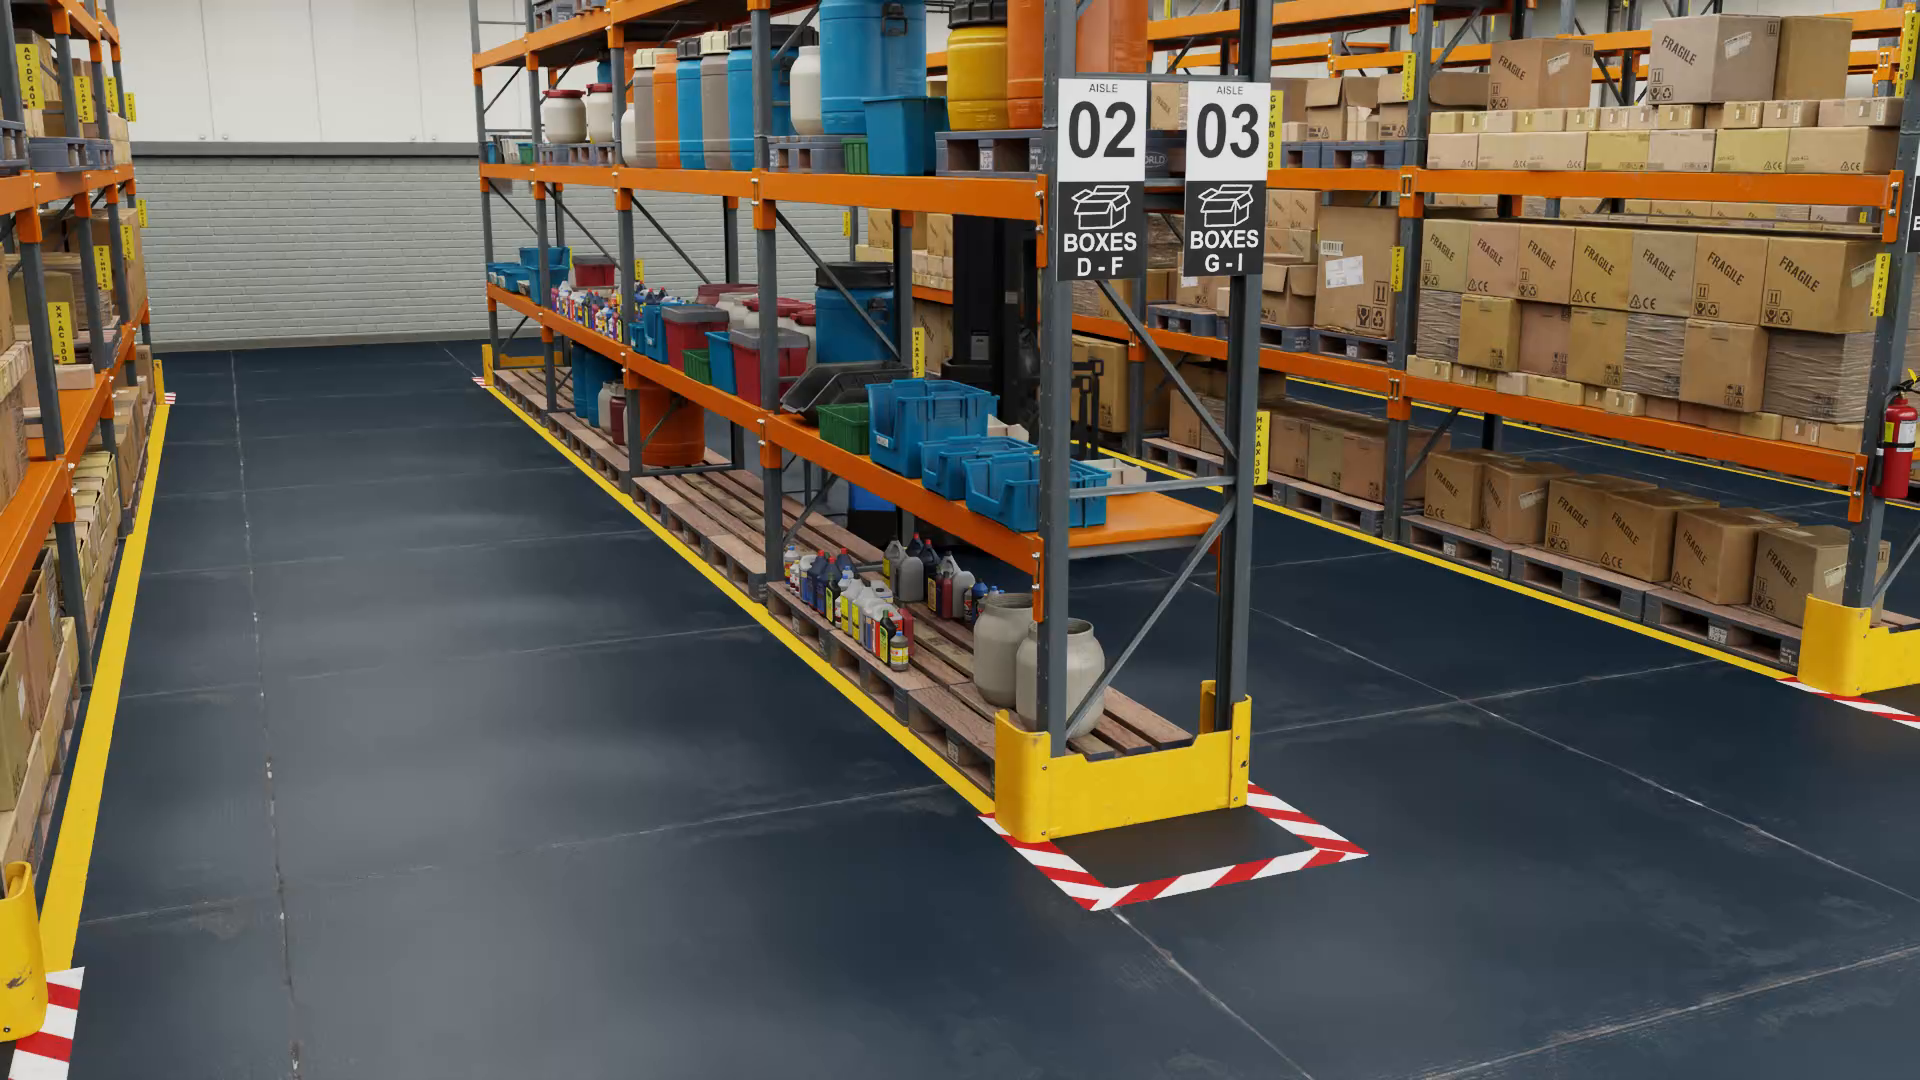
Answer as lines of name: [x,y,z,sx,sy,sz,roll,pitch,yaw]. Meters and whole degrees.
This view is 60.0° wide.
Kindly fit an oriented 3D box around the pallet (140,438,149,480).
pallet: [-8.174,-0.730,15.555,1.003,0.211,1.213,-6,14,-23]

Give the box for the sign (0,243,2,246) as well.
sign: [-9.028,-2.624,15.636,0.100,0.325,0.005,-6,14,-23]

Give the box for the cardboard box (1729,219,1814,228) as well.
cardboard box: [7.720,-2.770,15.745,0.700,0.500,0.500,-6,14,-23]

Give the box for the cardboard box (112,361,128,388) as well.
cardboard box: [-9.291,-1.639,17.859,0.797,0.503,0.637,-6,14,-23]

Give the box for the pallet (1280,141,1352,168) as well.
pallet: [3.181,-3.215,13.874,1.213,0.211,1.003,-6,14,-23]

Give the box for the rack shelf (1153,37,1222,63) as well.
rack shelf: [1.345,-5.111,17.479,1.077,0.370,4.000,-6,14,-23]

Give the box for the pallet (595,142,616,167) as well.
pallet: [-2.608,-3.409,14.715,1.003,0.211,1.213,-6,14,-23]

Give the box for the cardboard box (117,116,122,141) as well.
cardboard box: [-9.093,-4.319,17.448,0.500,0.250,0.500,-6,14,-23]

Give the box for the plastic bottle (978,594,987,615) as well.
plastic bottle: [0.155,0.414,9.659,0.097,0.201,0.097,0,13,0]

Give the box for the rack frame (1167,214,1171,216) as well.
rack frame: [3.527,-4.401,25.231,1.000,3.000,0.127,-6,14,-23]

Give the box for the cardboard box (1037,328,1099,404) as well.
cardboard box: [1.539,-1.819,17.859,1.225,0.875,0.875,-6,14,-23]

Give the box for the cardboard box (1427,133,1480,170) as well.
cardboard box: [3.694,-2.766,11.850,0.500,0.250,0.500,-6,14,-25]

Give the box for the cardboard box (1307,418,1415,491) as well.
cardboard box: [3.349,-0.720,13.895,0.700,0.500,0.500,-6,14,-23]

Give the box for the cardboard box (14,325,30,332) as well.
cardboard box: [-6.245,-1.130,10.879,0.500,0.500,0.500,-6,15,-26]

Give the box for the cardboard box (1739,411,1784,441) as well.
cardboard box: [4.801,-0.684,9.731,0.380,0.149,0.250,-6,14,-23]

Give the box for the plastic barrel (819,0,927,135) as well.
plastic barrel: [-0.489,-2.742,9.368,0.600,0.901,0.708,-6,14,-23]

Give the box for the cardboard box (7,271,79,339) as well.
cardboard box: [-7.287,-1.800,12.841,0.700,0.500,0.500,-12,18,-42]

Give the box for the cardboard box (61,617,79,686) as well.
cardboard box: [-4.943,0.611,8.745,0.500,0.250,0.500,-6,14,-23]

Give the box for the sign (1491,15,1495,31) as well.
sign: [8.525,-8.331,26.661,0.100,0.325,0.005,-6,14,-23]

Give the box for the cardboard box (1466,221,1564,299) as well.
cardboard box: [3.898,-1.956,11.569,0.500,0.500,0.500,-6,14,-23]

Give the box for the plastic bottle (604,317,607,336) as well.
plastic bottle: [-3.184,-1.955,15.105,0.097,0.201,0.097,0,13,0]

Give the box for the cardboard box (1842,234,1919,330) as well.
cardboard box: [5.381,-1.487,9.542,0.500,0.500,0.500,-6,14,-23]

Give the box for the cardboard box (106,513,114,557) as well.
cardboard box: [-6.089,0.005,11.361,0.500,0.250,0.500,-5,14,-22]

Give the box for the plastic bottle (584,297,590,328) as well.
plastic bottle: [-3.530,-2.163,15.823,0.061,0.283,0.133,-6,14,-23]

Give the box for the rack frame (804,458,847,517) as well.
rack frame: [-0.983,-0.832,13.081,0.500,1.500,0.032,-5,14,-21]

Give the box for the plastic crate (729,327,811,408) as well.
plastic crate: [-1.264,-1.150,11.046,0.402,0.464,0.583,-6,14,-23]

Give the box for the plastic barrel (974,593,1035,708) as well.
plastic barrel: [0.278,0.554,8.408,0.421,0.512,0.421,0,13,0]

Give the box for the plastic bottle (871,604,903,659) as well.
plastic bottle: [-0.400,0.498,9.131,0.152,0.276,0.135,-6,14,-23]

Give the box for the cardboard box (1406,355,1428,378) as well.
cardboard box: [3.559,-1.300,12.392,0.380,0.149,0.250,-6,14,-23]

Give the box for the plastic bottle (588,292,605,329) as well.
plastic bottle: [-3.428,-2.167,15.690,0.144,0.351,0.185,-6,14,-23]

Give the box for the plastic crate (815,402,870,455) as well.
plastic crate: [-0.504,-0.638,9.442,0.450,0.188,0.662,-6,14,-23]

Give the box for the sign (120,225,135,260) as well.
sign: [-8.027,-2.868,16.041,0.100,0.325,0.005,-6,14,-23]

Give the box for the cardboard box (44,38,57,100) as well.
cardboard box: [-7.509,-3.725,13.222,0.500,0.500,0.500,-6,14,-23]

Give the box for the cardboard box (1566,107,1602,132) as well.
cardboard box: [4.153,-2.716,10.747,0.380,0.149,0.250,-6,14,-24]

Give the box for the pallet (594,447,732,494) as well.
pallet: [-2.746,-0.674,15.313,1.003,0.211,1.213,-6,14,-23]

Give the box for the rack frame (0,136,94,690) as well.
rack frame: [-5.329,-0.600,8.811,1.000,3.000,0.127,-6,14,-23]

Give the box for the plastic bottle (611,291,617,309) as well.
plastic bottle: [-3.647,-2.535,17.613,0.097,0.201,0.097,0,13,0]

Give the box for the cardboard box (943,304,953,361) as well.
cardboard box: [0.353,-2.460,20.627,0.875,0.875,0.875,-6,14,-23]

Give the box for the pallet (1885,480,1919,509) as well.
pallet: [8.567,-0.399,14.124,1.003,0.211,1.213,-6,14,-23]

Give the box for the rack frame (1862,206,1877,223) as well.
rack frame: [11.227,-3.216,20.111,1.000,3.000,0.127,-6,14,-23]

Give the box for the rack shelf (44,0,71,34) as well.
rack shelf: [-6.131,-3.391,10.046,1.077,0.370,4.000,-6,14,-23]

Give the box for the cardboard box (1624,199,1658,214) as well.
cardboard box: [9.537,-4.461,23.053,0.500,0.500,0.500,-5,14,-22]

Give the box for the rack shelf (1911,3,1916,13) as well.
rack shelf: [9.135,-3.886,12.183,1.077,0.370,4.000,-6,14,-23]

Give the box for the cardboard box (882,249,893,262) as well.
cardboard box: [-0.701,-3.711,21.923,0.500,0.250,0.500,-6,14,-25]

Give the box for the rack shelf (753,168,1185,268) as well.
rack shelf: [0.012,-1.744,8.698,1.077,0.370,4.000,-6,14,-23]

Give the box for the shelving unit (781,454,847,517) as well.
shelving unit: [-1.173,-0.937,13.541,0.538,1.500,1.048,-5,14,-21]

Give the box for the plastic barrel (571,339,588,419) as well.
plastic barrel: [-3.792,-1.768,17.579,0.600,0.901,0.708,-6,14,-23]

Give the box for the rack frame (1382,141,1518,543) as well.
rack frame: [3.749,-1.494,12.673,1.000,3.000,0.127,-6,14,-23]

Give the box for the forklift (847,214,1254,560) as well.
forklift: [0.712,-1.409,12.456,3.031,2.935,1.130,2,13,9]

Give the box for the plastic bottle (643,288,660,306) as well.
plastic bottle: [-2.970,-2.246,16.032,0.144,0.351,0.185,-6,14,-23]

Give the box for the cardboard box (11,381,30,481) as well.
cardboard box: [-5.146,-0.558,8.406,0.700,0.500,0.500,-6,14,-24]

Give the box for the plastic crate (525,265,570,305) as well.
plastic crate: [-4.494,-2.787,18.160,0.392,0.384,0.575,-6,14,-23]

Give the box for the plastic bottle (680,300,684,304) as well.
plastic bottle: [-2.621,-2.126,15.690,0.097,0.271,0.097,0,13,0]
